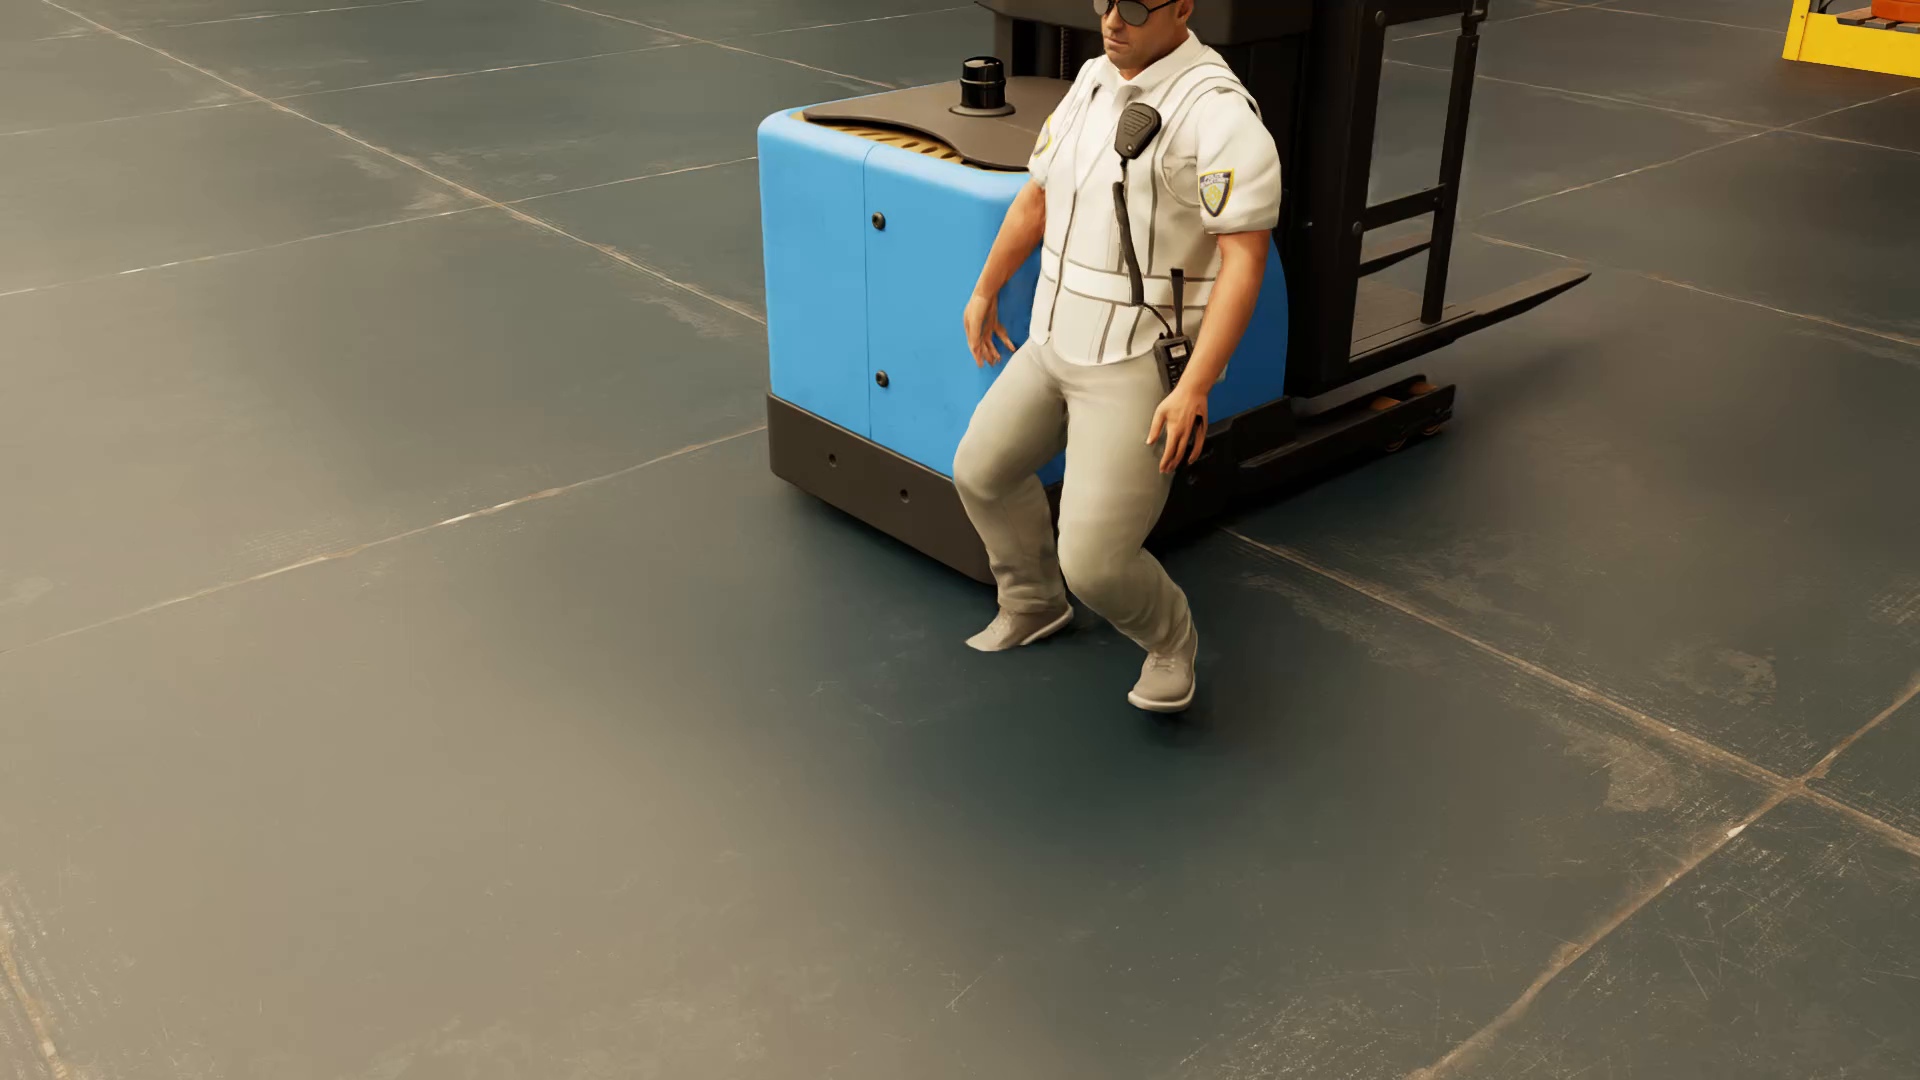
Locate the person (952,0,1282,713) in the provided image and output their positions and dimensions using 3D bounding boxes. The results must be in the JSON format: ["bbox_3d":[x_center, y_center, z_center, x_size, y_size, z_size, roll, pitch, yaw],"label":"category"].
[{"bbox_3d":[0.291,-0.401,3.500,0.454,1.723,0.823,-13,29,-25],"label":"person"}]

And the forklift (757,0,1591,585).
[{"bbox_3d":[0.895,-1.734,4.699,3.031,2.935,1.130,-21,33,-36],"label":"forklift"}]
